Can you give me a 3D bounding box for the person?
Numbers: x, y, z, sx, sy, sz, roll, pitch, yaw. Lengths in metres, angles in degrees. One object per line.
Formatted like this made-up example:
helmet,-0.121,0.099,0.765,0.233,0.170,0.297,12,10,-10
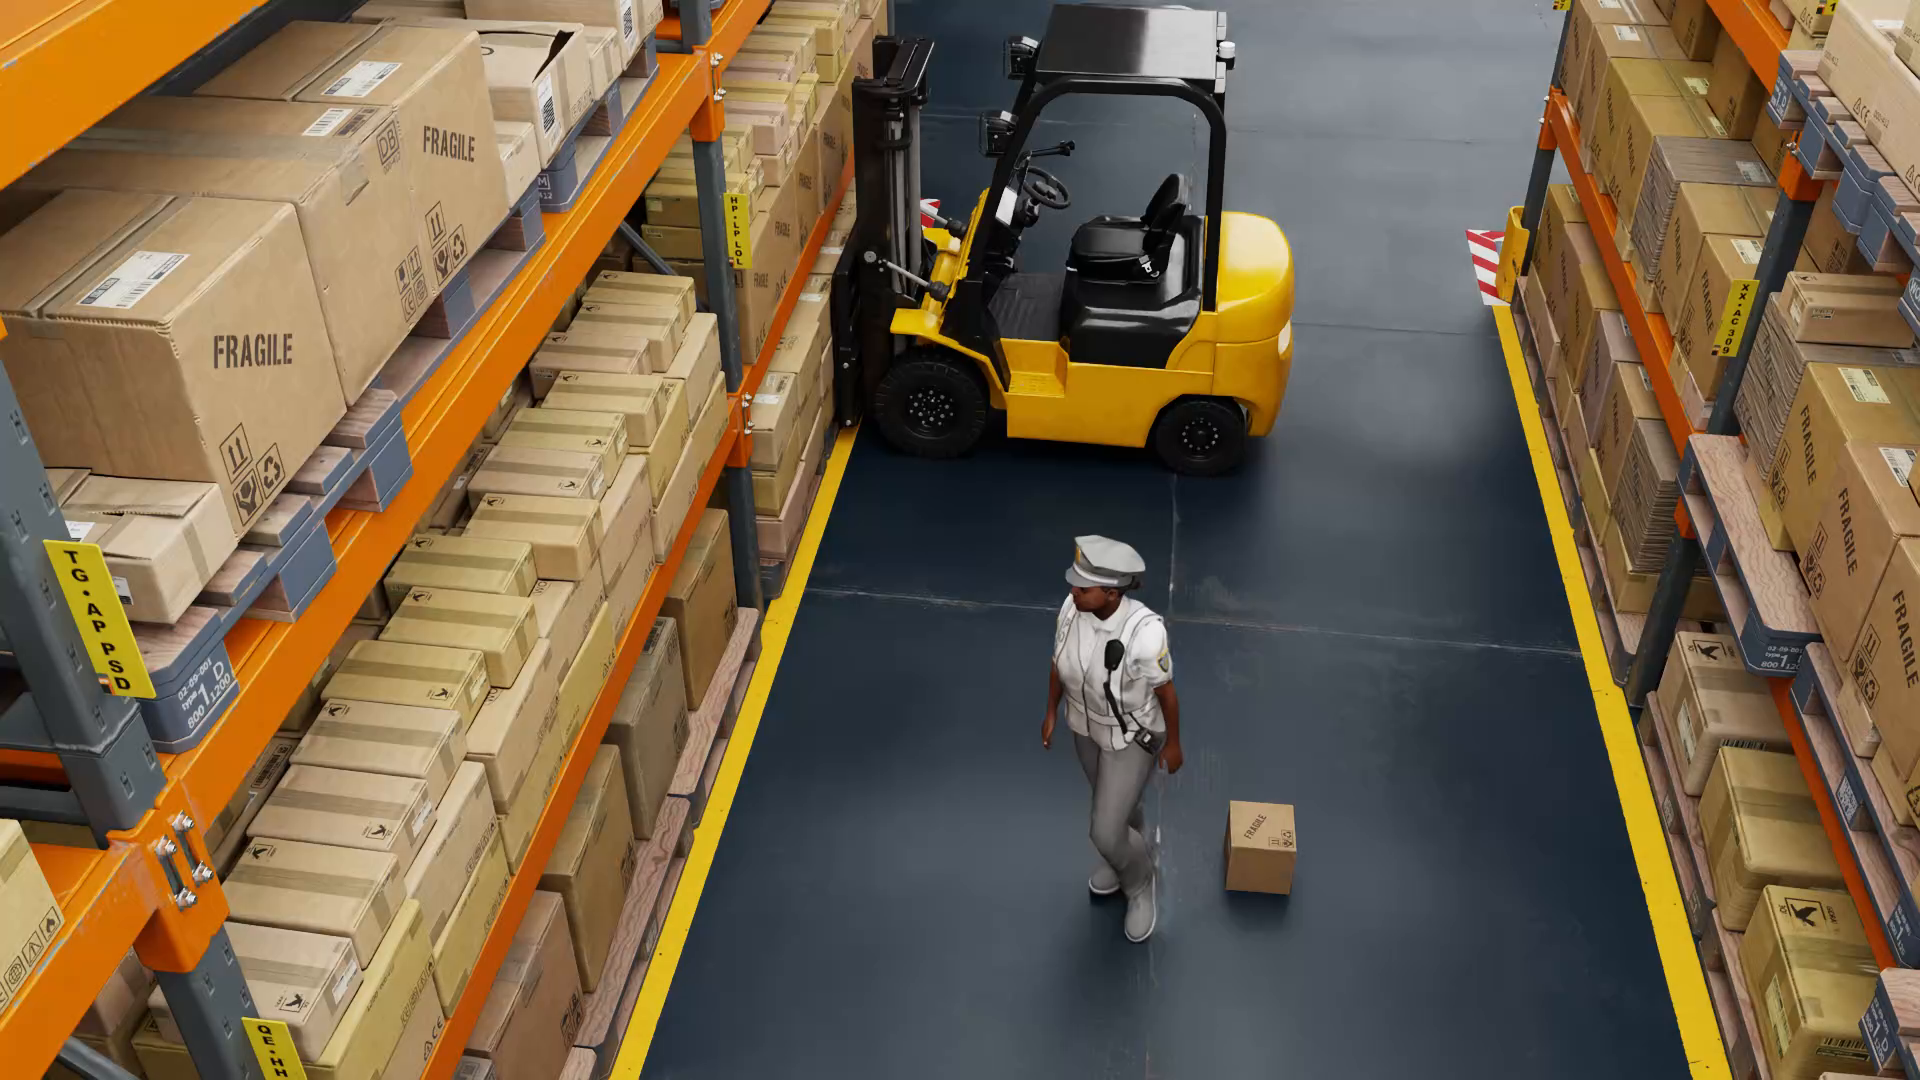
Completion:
person,0.577,0.699,6.055,0.452,1.675,0.580,-27,44,-32
